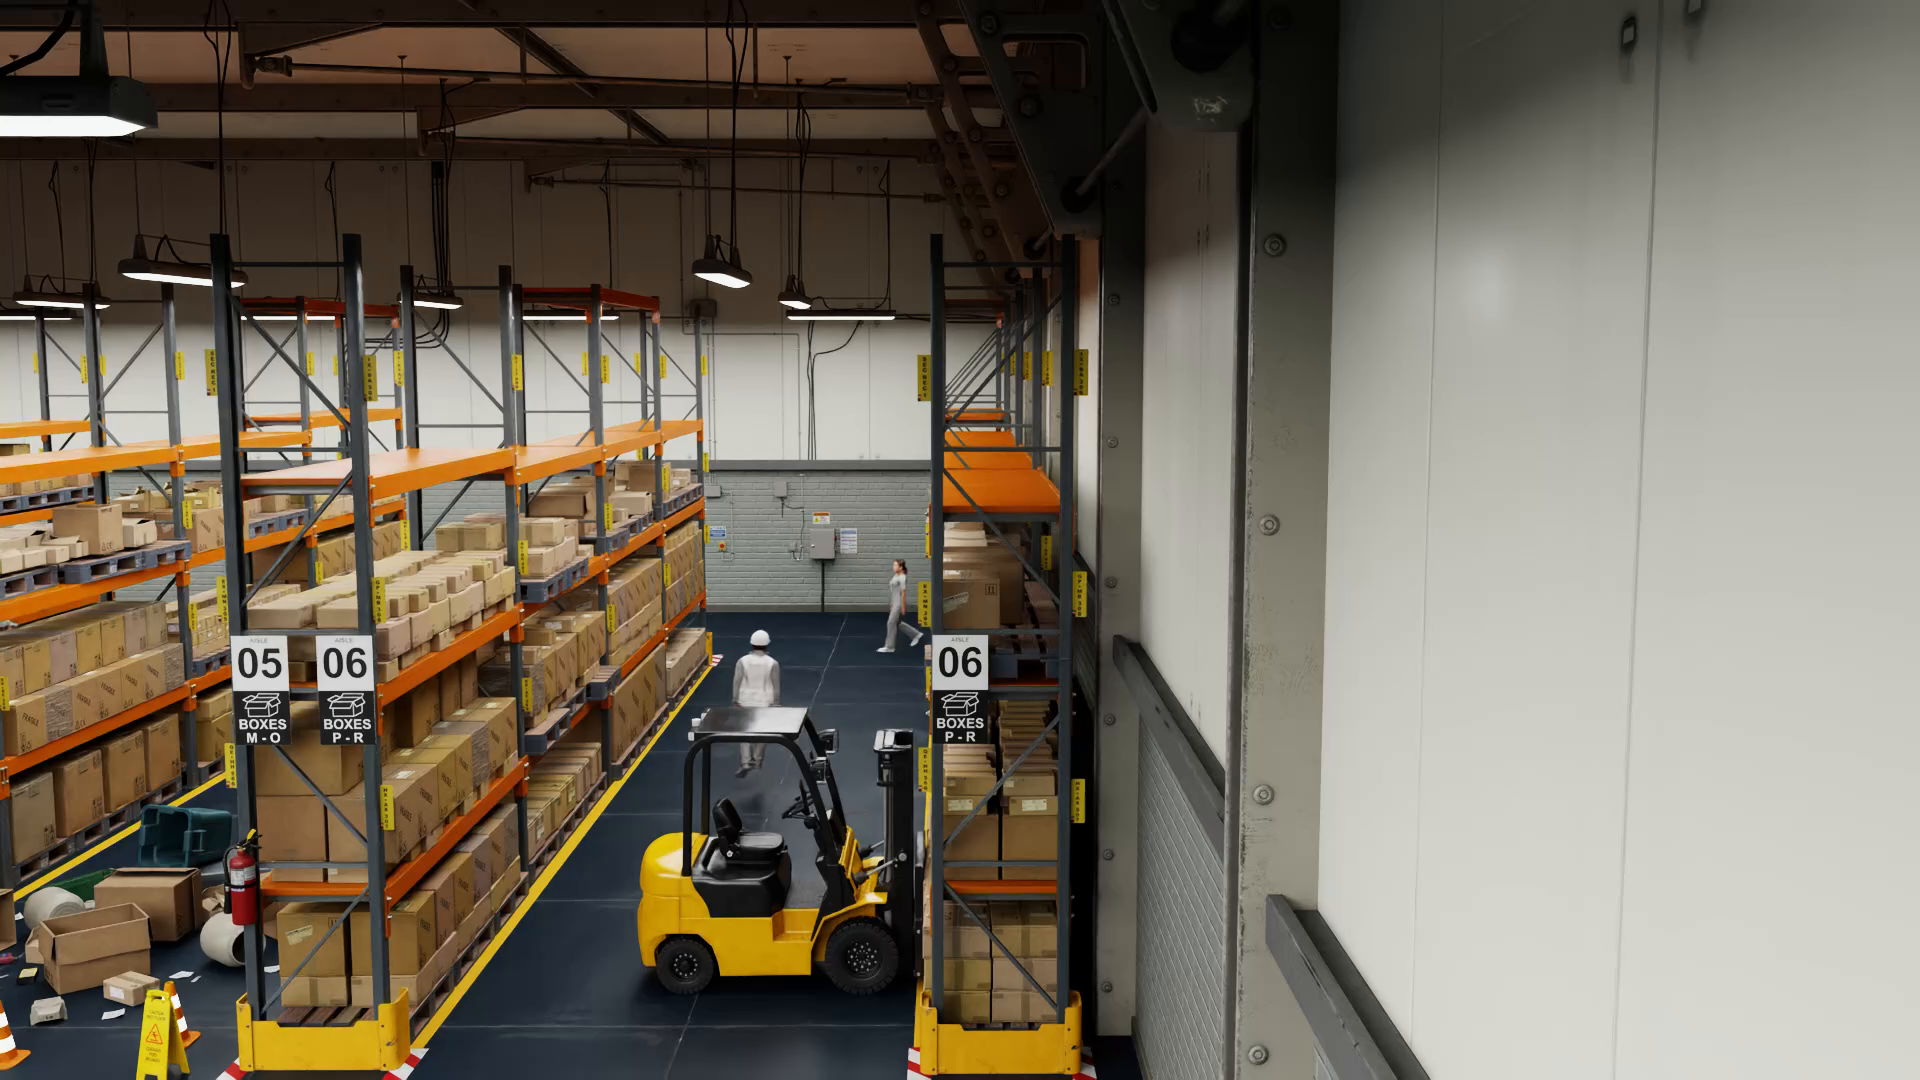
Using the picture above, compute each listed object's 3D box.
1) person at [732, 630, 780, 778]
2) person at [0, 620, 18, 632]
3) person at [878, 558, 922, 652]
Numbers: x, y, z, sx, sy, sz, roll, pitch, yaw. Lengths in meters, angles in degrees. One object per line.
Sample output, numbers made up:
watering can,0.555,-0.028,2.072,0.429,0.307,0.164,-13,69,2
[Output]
person,-2.409,1.944,19.711,0.565,1.762,0.532,0,6,-1
person,-12.828,1.871,22.322,0.524,1.641,0.488,2,7,21
person,-1.033,1.135,29.082,0.828,1.651,0.482,-2,7,-19
